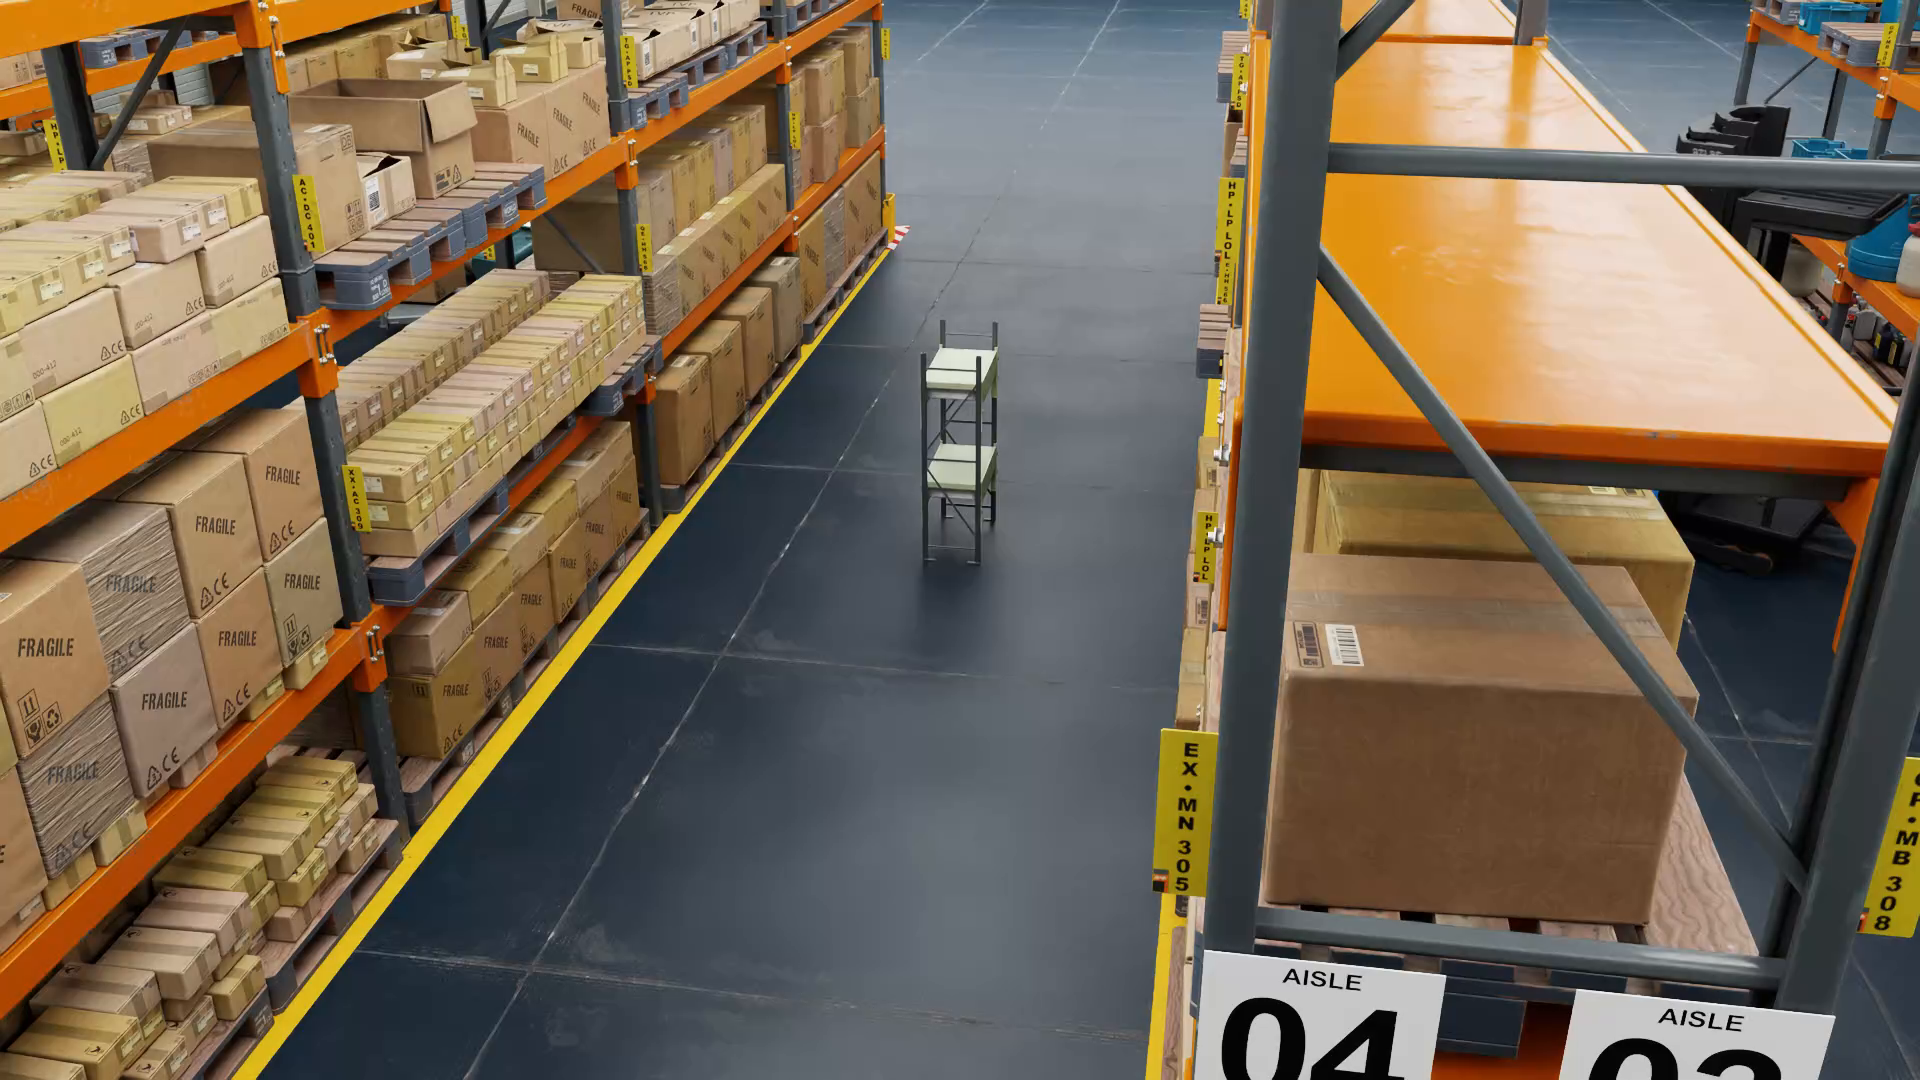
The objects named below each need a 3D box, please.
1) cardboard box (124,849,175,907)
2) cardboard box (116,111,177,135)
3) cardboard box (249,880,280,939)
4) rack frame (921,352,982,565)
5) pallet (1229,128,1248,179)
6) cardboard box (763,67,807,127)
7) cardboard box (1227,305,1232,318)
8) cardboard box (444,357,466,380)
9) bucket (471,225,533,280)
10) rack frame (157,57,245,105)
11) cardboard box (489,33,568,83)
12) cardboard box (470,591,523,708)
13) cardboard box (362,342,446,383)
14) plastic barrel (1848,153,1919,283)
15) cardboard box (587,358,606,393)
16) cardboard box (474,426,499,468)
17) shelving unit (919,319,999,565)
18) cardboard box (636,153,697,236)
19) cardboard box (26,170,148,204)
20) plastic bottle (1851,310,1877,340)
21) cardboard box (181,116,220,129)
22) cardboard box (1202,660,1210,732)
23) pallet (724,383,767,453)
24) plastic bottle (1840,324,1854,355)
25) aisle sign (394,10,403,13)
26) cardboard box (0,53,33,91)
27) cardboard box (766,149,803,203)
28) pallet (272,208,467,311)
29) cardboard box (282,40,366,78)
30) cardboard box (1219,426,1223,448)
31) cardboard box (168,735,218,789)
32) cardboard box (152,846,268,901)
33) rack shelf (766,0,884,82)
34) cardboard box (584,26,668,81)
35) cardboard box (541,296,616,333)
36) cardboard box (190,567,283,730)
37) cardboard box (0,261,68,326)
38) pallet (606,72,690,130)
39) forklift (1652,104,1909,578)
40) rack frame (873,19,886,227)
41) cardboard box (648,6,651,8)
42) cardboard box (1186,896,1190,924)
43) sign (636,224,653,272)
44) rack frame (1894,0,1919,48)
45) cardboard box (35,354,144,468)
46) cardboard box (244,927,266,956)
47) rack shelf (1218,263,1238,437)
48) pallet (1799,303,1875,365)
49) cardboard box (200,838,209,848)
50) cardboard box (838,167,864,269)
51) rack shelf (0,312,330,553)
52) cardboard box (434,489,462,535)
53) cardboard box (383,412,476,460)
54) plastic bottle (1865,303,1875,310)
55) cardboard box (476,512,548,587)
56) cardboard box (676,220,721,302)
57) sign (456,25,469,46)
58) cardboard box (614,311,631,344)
[{"bbox_3d":[-3.688,1.461,7.301,0.380,0.149,0.250,3,25,7],"label":"cardboard box"},{"bbox_3d":[-6.878,-3.528,14.064,0.380,0.149,0.250,3,25,6],"label":"cardboard box"},{"bbox_3d":[-3.245,1.614,7.325,0.380,0.149,0.250,4,25,9],"label":"cardboard box"},{"bbox_3d":[-0.059,-0.529,11.155,0.400,1.500,0.023,4,25,9],"label":"rack frame"},{"bbox_3d":[2.166,-2.119,9.467,1.213,0.211,1.003,5,26,11],"label":"pallet"},{"bbox_3d":[-1.934,-4.124,15.617,0.875,0.550,0.550,4,25,9],"label":"cardboard box"},{"bbox_3d":[2.261,-1.823,11.538,0.700,0.500,0.500,8,26,16],"label":"cardboard box"},{"bbox_3d":[-3.144,-0.989,9.818,0.380,0.149,0.250,4,25,8],"label":"cardboard box"},{"bbox_3d":[-4.256,-2.600,15.879,0.726,0.611,0.620,13,38,26],"label":"bucket"},{"bbox_3d":[-6.904,-3.478,15.687,1.000,3.000,0.127,4,25,9],"label":"rack frame"},{"bbox_3d":[-2.536,-2.852,9.790,0.396,0.266,0.258,4,25,9],"label":"cardboard box"},{"bbox_3d":[-2.844,0.598,9.431,0.500,0.500,0.500,5,26,11],"label":"cardboard box"},{"bbox_3d":[-3.182,-1.017,9.527,0.380,0.149,0.250,4,25,8],"label":"cardboard box"},{"bbox_3d":[7.397,-2.535,13.080,0.600,0.901,0.708,4,25,9],"label":"plastic barrel"},{"bbox_3d":[-2.413,-1.027,10.252,0.380,0.149,0.250,4,25,8],"label":"cardboard box"},{"bbox_3d":[-2.669,-0.501,8.776,0.380,0.149,0.250,3,25,6],"label":"cardboard box"},{"bbox_3d":[0.001,-0.682,11.482,0.431,1.500,0.755,4,25,9],"label":"shelving unit"},{"bbox_3d":[-2.411,-2.616,12.548,0.700,0.500,0.500,4,25,8],"label":"cardboard box"},{"bbox_3d":[-3.598,-1.424,6.877,0.380,0.149,0.250,4,25,8],"label":"cardboard box"},{"bbox_3d":[8.251,-1.979,15.179,0.152,0.276,0.135,4,25,9],"label":"plastic bottle"},{"bbox_3d":[-6.833,-3.432,14.623,0.500,0.500,0.500,4,25,9],"label":"cardboard box"},{"bbox_3d":[1.066,0.754,5.587,0.500,0.500,0.500,3,25,7],"label":"cardboard box"},{"bbox_3d":[-2.253,-1.075,13.842,1.003,0.211,1.213,4,25,9],"label":"pallet"},{"bbox_3d":[7.722,-1.727,14.552,0.144,0.351,0.185,4,25,9],"label":"plastic bottle"},{"bbox_3d":[-6.546,-6.376,18.811,0.394,0.787,0.004,4,25,9],"label":"aisle sign"},{"bbox_3d":[-7.393,-3.605,12.301,0.700,0.500,0.500,4,25,9],"label":"cardboard box"},{"bbox_3d":[-1.955,-3.401,15.344,0.875,0.550,0.550,4,25,9],"label":"cardboard box"},{"bbox_3d":[-3.105,-1.356,7.836,1.213,0.211,1.003,4,25,9],"label":"pallet"},{"bbox_3d":[-6.404,-4.700,16.649,0.700,0.500,0.500,3,25,7],"label":"cardboard box"},{"bbox_3d":[1.625,-0.340,8.865,0.500,0.500,0.500,4,25,9],"label":"cardboard box"},{"bbox_3d":[-3.246,0.863,6.710,0.380,0.149,0.250,3,25,6],"label":"cardboard box"},{"bbox_3d":[-3.268,1.484,7.251,0.380,0.149,0.250,5,26,10],"label":"cardboard box"},{"bbox_3d":[-1.677,-5.047,16.348,1.077,0.370,4.000,4,25,9],"label":"rack shelf"},{"bbox_3d":[-2.322,-3.346,11.357,0.500,0.311,0.500,4,25,9],"label":"cardboard box"},{"bbox_3d":[-2.371,-1.399,10.344,0.380,0.149,0.250,5,26,10],"label":"cardboard box"},{"bbox_3d":[-3.198,0.427,6.874,0.500,0.500,0.500,3,25,7],"label":"cardboard box"},{"bbox_3d":[-3.279,-0.837,5.622,0.380,0.149,0.250,4,25,8],"label":"cardboard box"},{"bbox_3d":[-2.605,-3.050,11.458,1.213,0.211,1.003,5,26,11],"label":"pallet"},{"bbox_3d":[5.509,-1.324,11.165,3.031,2.935,1.130,20,31,36],"label":"forklift"},{"bbox_3d":[-1.350,-4.850,18.618,1.000,3.000,0.127,4,25,9],"label":"rack frame"},{"bbox_3d":[-2.519,-3.943,12.686,0.396,0.266,0.258,4,25,9],"label":"cardboard box"},{"bbox_3d":[0.978,1.311,5.752,0.380,0.149,0.250,4,25,9],"label":"cardboard box"},{"bbox_3d":[-2.121,-1.959,11.170,0.100,0.325,0.005,4,25,9],"label":"sign"},{"bbox_3d":[7.759,-5.165,12.215,1.000,3.000,0.127,4,25,9],"label":"rack frame"},{"bbox_3d":[-3.301,-0.478,5.915,0.500,0.250,0.500,4,25,8],"label":"cardboard box"},{"bbox_3d":[-3.307,1.777,7.328,0.380,0.149,0.250,3,25,7],"label":"cardboard box"},{"bbox_3d":[1.892,-1.315,8.375,1.077,0.370,4.000,4,25,9],"label":"rack shelf"},{"bbox_3d":[8.107,-1.975,15.765,1.003,0.211,1.213,4,25,9],"label":"pallet"},{"bbox_3d":[-3.643,1.481,7.610,0.380,0.149,0.250,4,25,8],"label":"cardboard box"},{"bbox_3d":[-1.537,-3.422,17.578,0.875,0.875,0.875,4,25,8],"label":"cardboard box"},{"bbox_3d":[-3.638,-0.028,5.626,1.077,0.370,4.000,4,25,9],"label":"rack shelf"},{"bbox_3d":[-2.754,-0.157,8.393,0.380,0.149,0.250,4,25,9],"label":"cardboard box"},{"bbox_3d":[-2.709,-0.534,8.497,0.380,0.149,0.250,4,25,9],"label":"cardboard box"},{"bbox_3d":[8.431,-2.091,15.330,0.144,0.351,0.185,5,26,11],"label":"plastic bottle"},{"bbox_3d":[-2.758,0.044,9.730,0.500,0.250,0.500,5,26,11],"label":"cardboard box"},{"bbox_3d":[-2.155,-2.143,12.715,0.500,0.500,0.500,4,25,8],"label":"cardboard box"},{"bbox_3d":[-3.204,-3.175,10.797,0.100,0.325,0.005,4,25,9],"label":"sign"},{"bbox_3d":[-2.331,-1.366,10.624,0.380,0.149,0.250,5,26,10],"label":"cardboard box"}]
